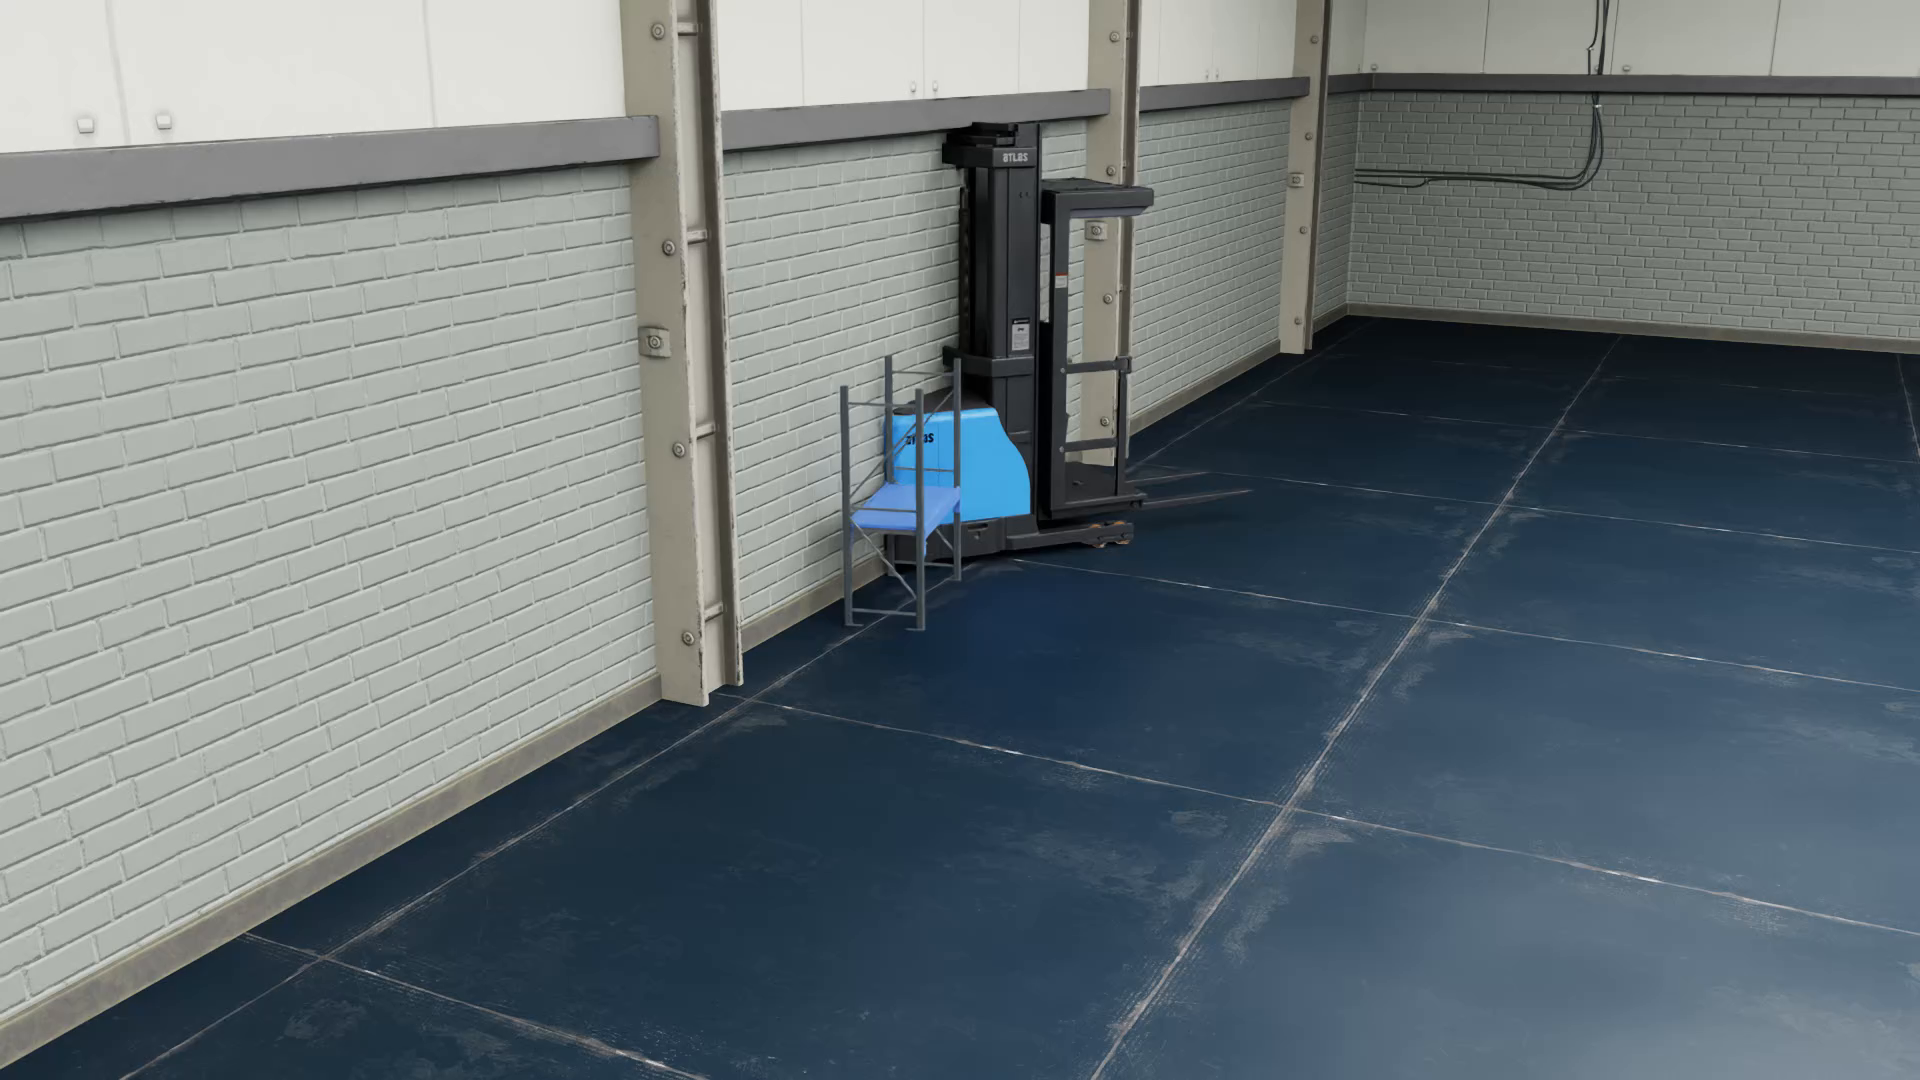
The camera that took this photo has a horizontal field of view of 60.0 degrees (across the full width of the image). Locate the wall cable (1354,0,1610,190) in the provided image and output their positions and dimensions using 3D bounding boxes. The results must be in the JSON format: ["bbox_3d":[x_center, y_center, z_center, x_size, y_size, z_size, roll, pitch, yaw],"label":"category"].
[{"bbox_3d":[6.425,-5.632,20.634,3.097,2.526,0.112,8,18,25],"label":"wall cable"}]

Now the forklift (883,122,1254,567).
[{"bbox_3d":[0.692,-1.477,11.848,3.031,2.935,1.130,-7,18,-23],"label":"forklift"}]

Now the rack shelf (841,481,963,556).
[{"bbox_3d":[-0.352,-0.146,10.515,0.538,0.185,1.000,4,17,12],"label":"rack shelf"}]

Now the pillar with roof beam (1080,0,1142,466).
[{"bbox_3d":[5.096,-4.462,11.243,9.100,9.000,0.400,8,18,25],"label":"pillar with roof beam"}]

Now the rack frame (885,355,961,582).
[{"bbox_3d":[-0.242,-0.460,10.940,0.500,1.500,0.032,4,17,12],"label":"rack frame"}]

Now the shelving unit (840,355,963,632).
[{"bbox_3d":[-0.352,-0.319,10.464,0.538,1.500,1.048,4,17,12],"label":"shelving unit"}]

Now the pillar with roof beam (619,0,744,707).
[{"bbox_3d":[2.415,-2.934,6.097,9.100,9.000,0.400,8,18,25],"label":"pillar with roof beam"}]

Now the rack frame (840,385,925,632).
[{"bbox_3d":[-0.462,-0.178,9.988,0.500,1.500,0.032,4,17,12],"label":"rack frame"}]

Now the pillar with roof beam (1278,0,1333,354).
[{"bbox_3d":[7.777,-5.990,16.388,9.100,9.000,0.400,8,18,25],"label":"pillar with roof beam"}]
